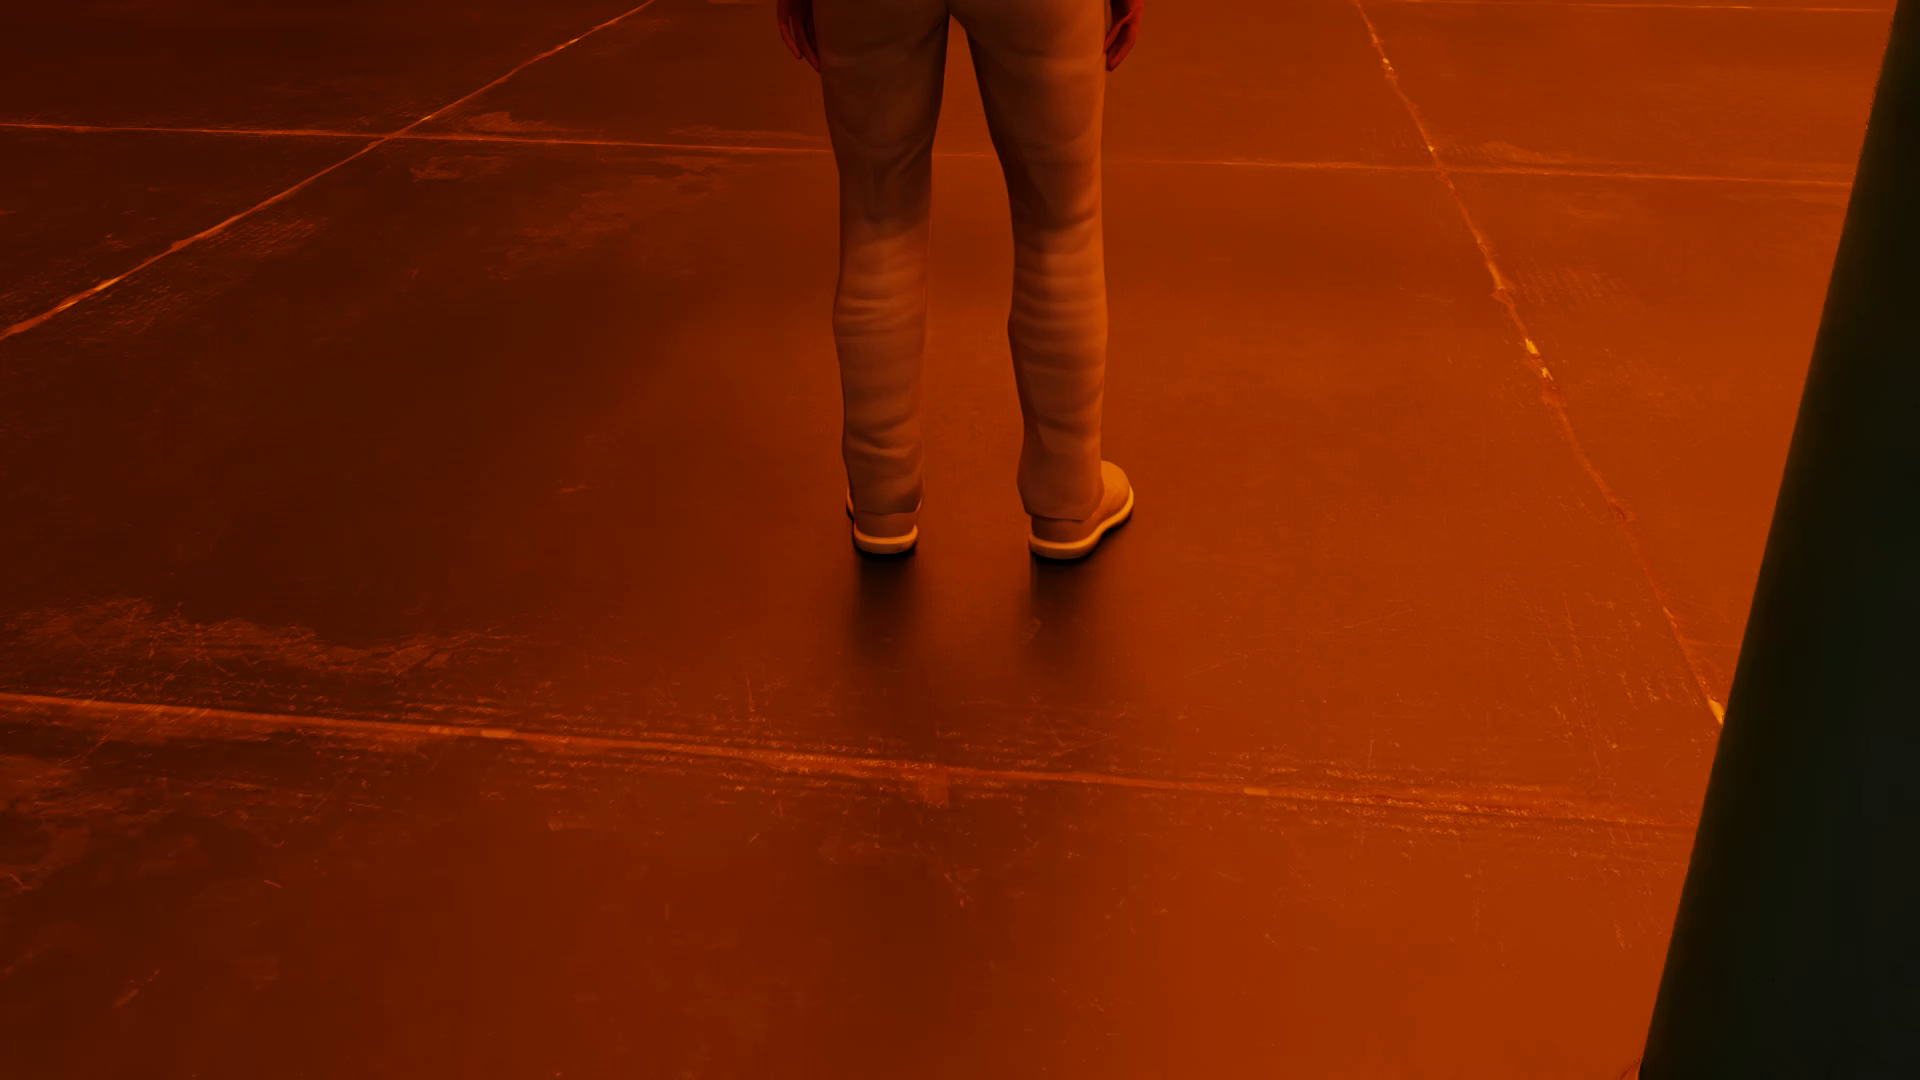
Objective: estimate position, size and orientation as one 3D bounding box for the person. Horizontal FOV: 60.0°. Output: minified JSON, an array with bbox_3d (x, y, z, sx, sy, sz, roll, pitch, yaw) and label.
[{"bbox_3d":[0.005,-0.755,2.163,0.513,1.654,0.393,3,27,5],"label":"person"}]
